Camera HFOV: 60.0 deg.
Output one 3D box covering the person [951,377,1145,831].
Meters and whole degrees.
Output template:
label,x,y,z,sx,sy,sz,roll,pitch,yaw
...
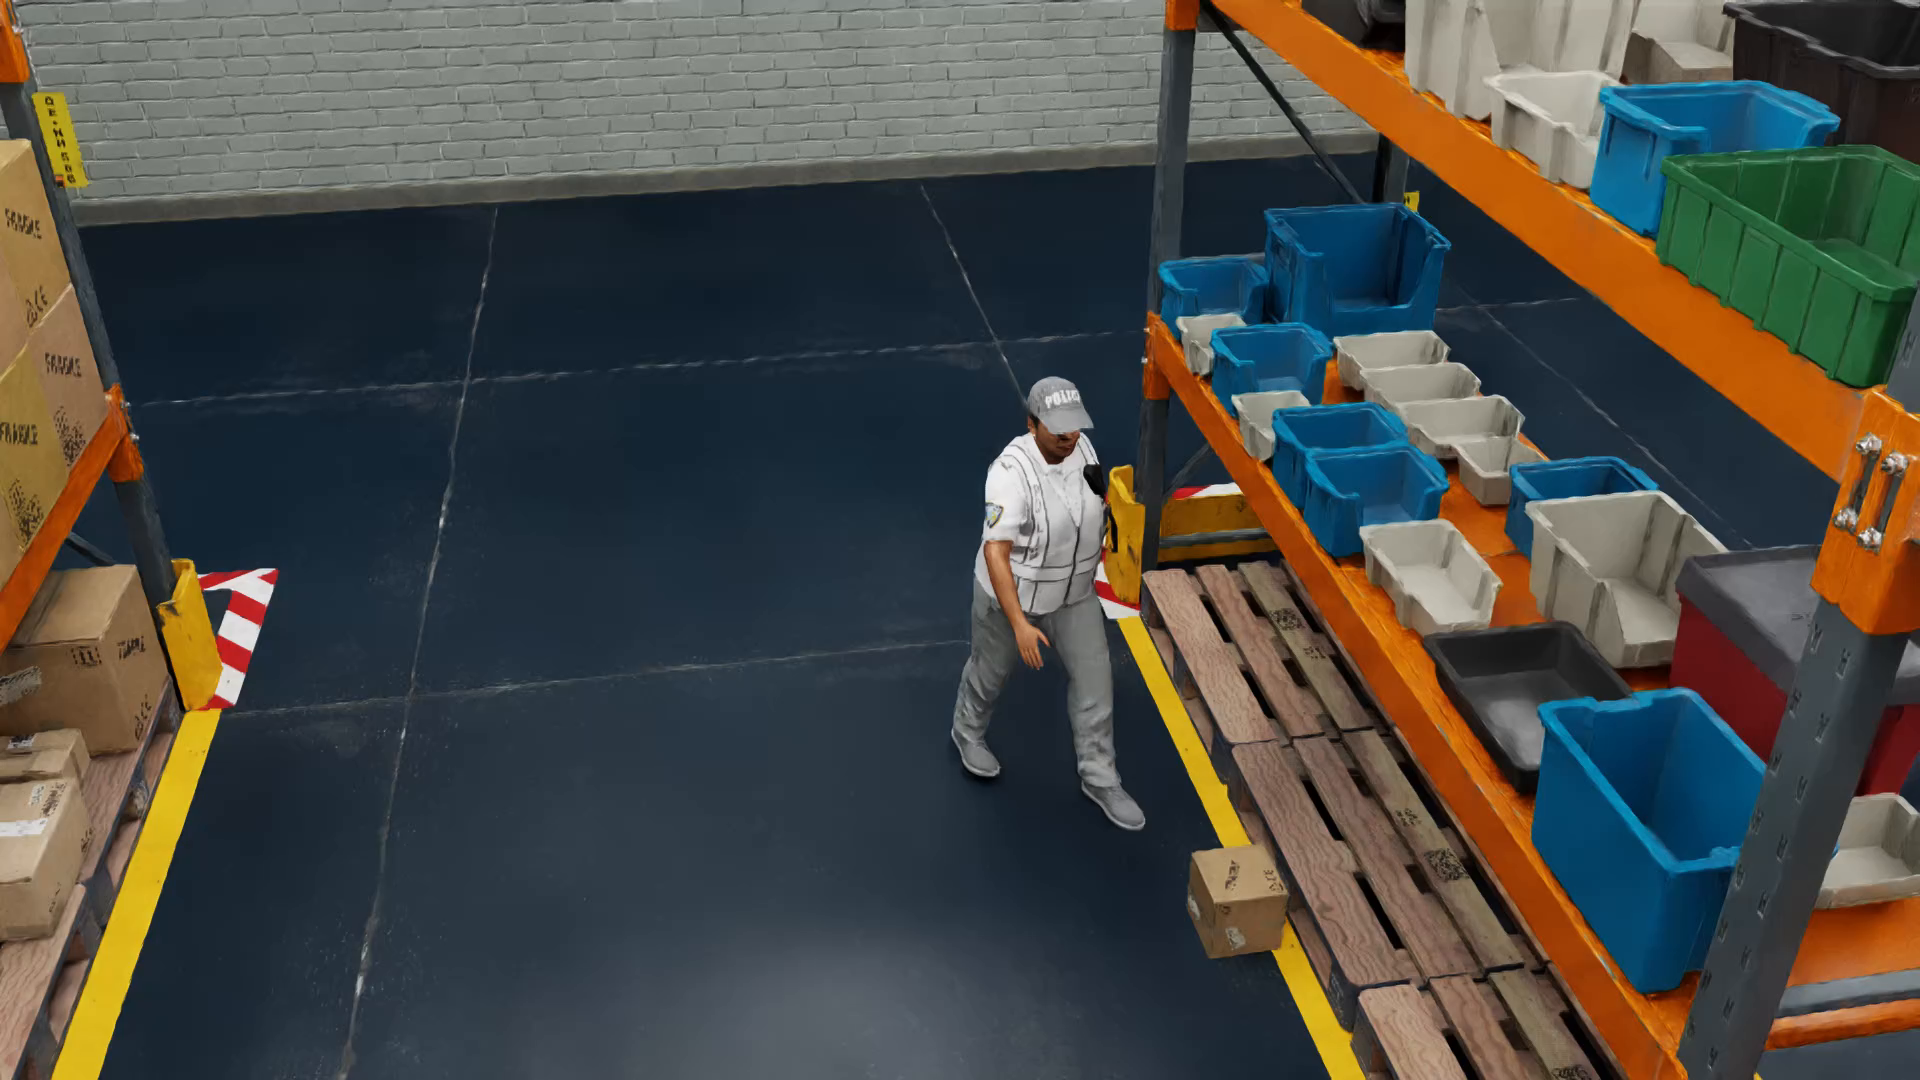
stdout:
label,x,y,z,sx,sy,sz,roll,pitch,yaw
person,0.333,0.196,5.795,0.604,1.644,0.826,-19,36,-29
